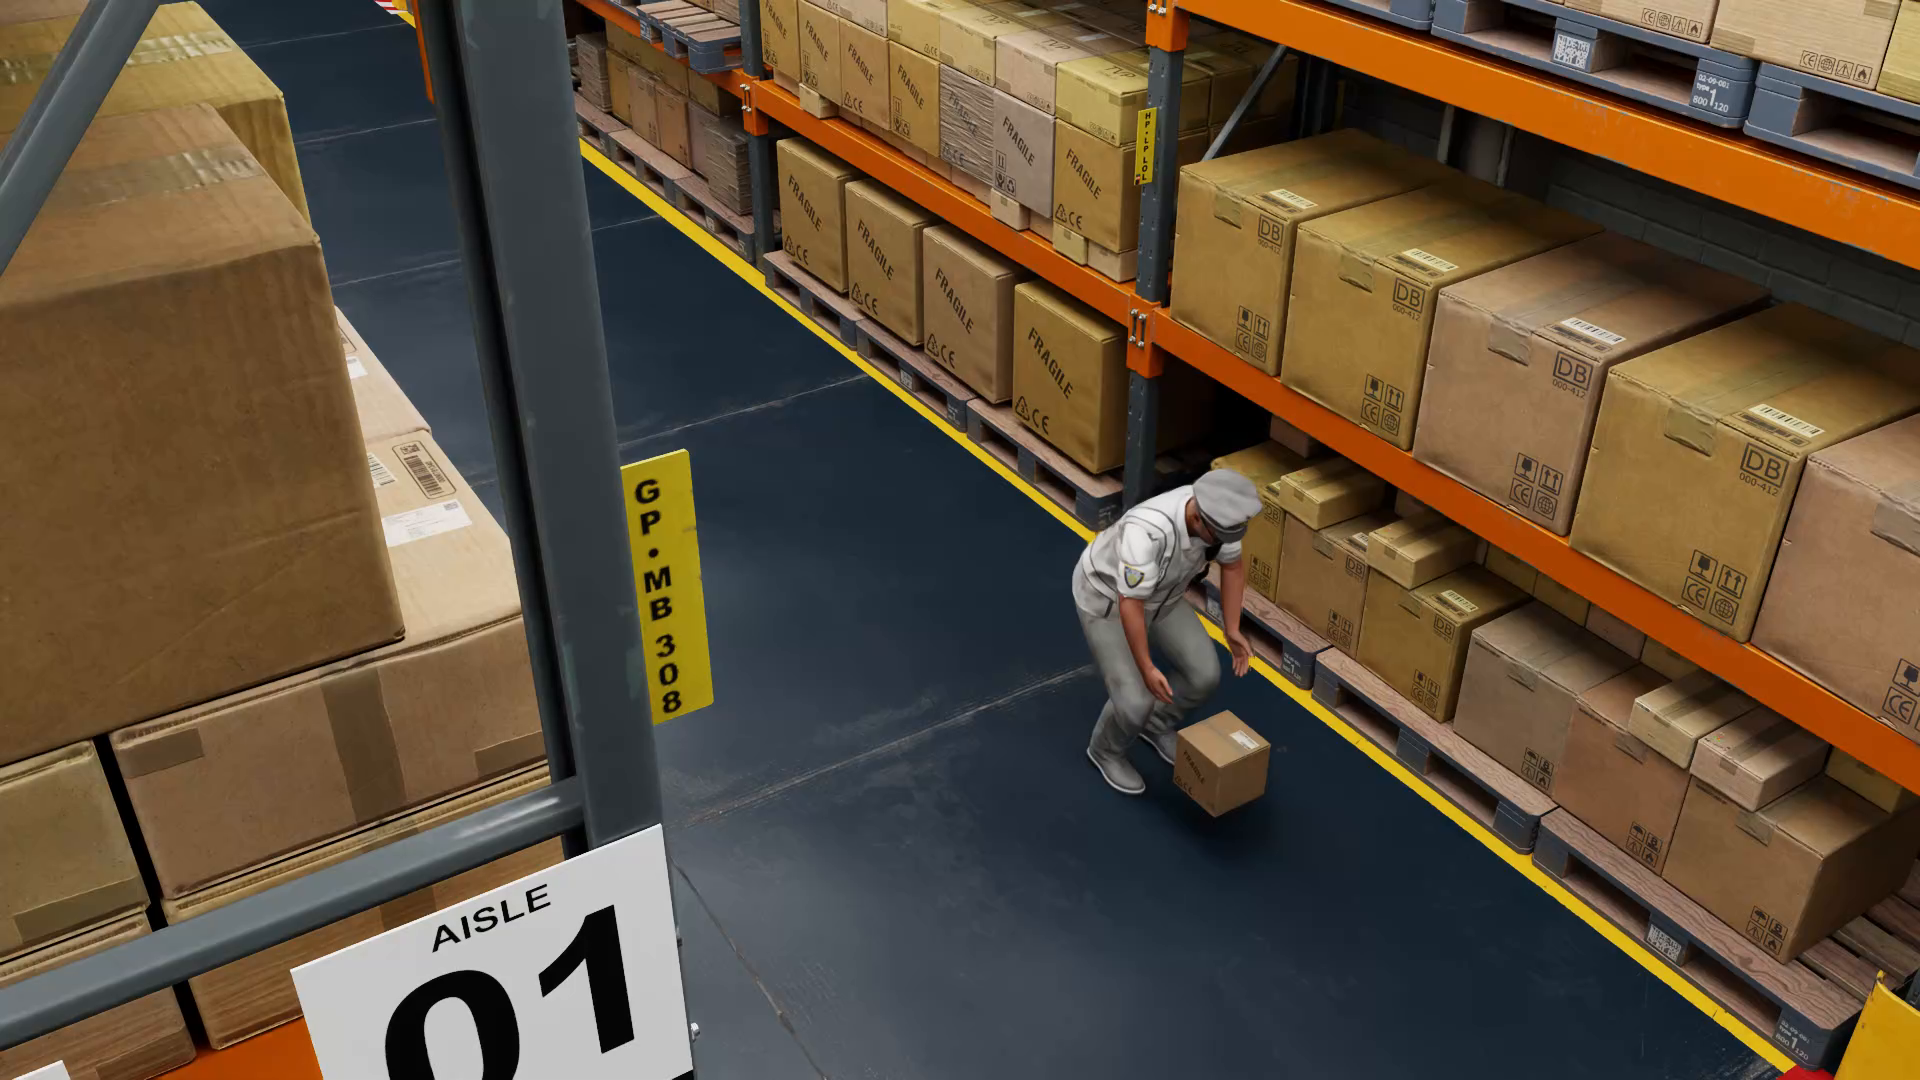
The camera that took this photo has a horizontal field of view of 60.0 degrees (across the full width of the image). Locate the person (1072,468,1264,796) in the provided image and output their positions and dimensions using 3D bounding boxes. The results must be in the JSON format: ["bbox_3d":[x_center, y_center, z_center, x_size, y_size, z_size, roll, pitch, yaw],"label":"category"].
[{"bbox_3d":[0.797,0.299,6.433,0.590,1.469,0.771,-19,37,-27],"label":"person"}]
